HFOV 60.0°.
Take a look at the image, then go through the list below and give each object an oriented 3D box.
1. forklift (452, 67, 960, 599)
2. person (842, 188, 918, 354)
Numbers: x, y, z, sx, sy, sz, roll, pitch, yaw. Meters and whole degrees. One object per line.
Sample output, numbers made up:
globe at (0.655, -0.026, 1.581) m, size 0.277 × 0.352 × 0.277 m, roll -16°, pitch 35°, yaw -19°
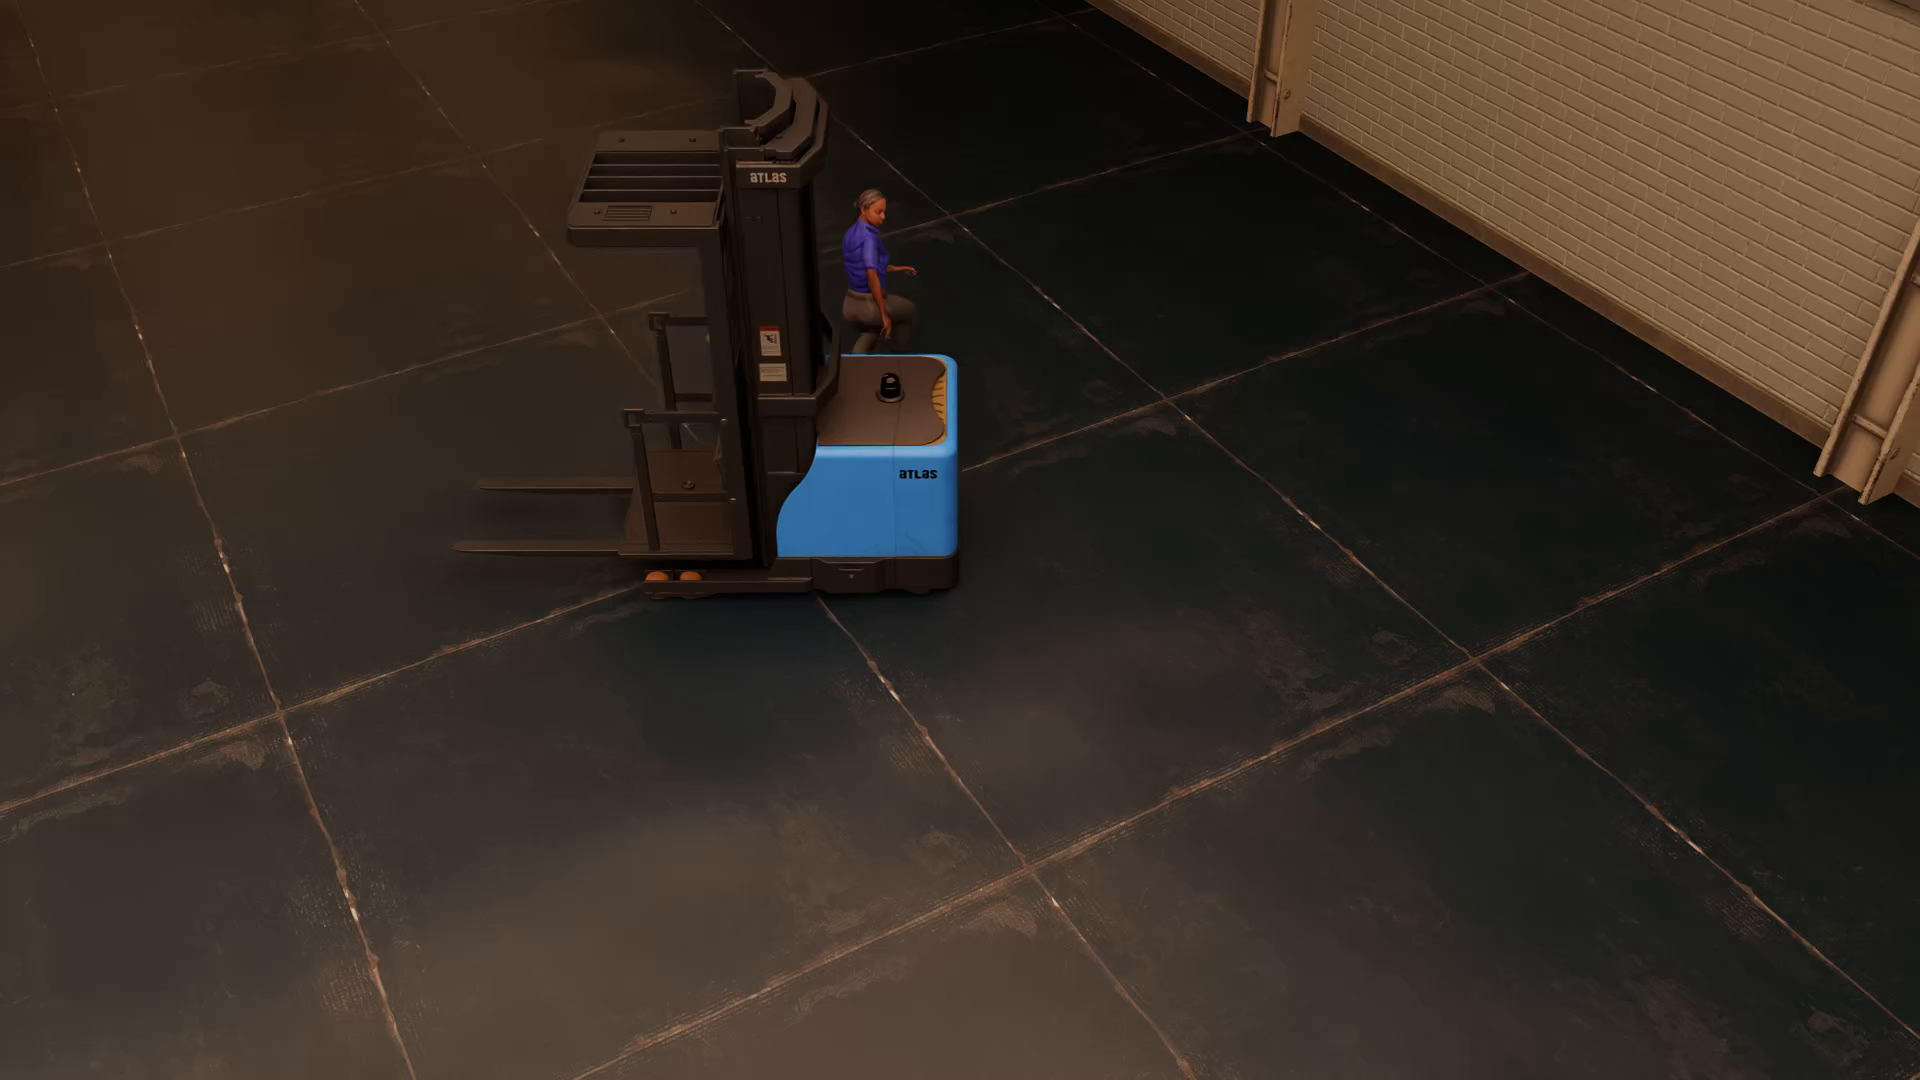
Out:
forklift at (-1.517, -1.115, 9.381) m, size 3.031 × 2.935 × 1.130 m, roll 0°, pitch 40°, yaw 0°
person at (-0.484, -1.639, 11.177) m, size 0.683 × 1.477 × 0.739 m, roll 32°, pitch 49°, yaw 33°
